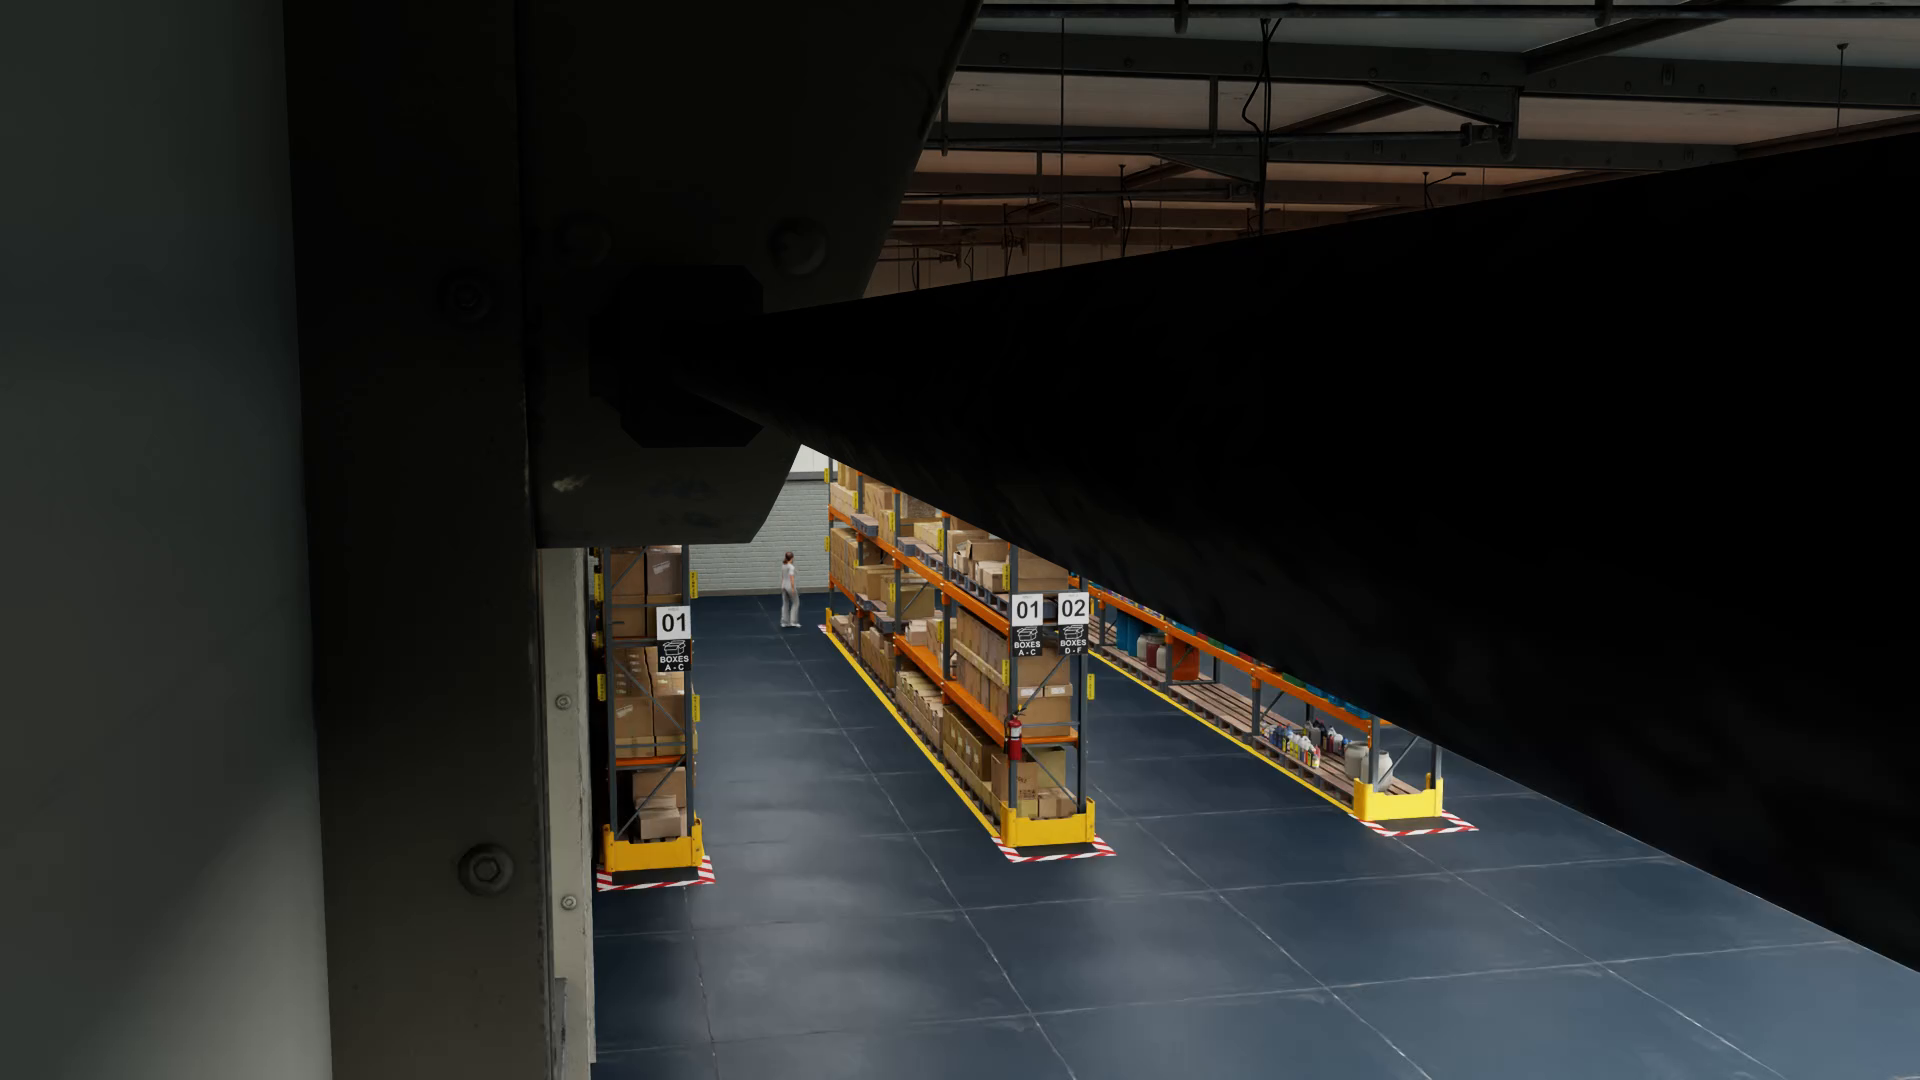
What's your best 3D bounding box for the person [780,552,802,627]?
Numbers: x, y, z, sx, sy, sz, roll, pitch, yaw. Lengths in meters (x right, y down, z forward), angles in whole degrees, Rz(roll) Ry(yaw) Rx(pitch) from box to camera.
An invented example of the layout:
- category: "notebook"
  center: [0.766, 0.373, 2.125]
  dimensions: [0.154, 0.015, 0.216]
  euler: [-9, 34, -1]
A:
- category: "person"
  center: [-3.790, 1.120, 37.048]
  dimensions: [0.471, 1.725, 0.502]
  euler: [-6, 9, -40]
